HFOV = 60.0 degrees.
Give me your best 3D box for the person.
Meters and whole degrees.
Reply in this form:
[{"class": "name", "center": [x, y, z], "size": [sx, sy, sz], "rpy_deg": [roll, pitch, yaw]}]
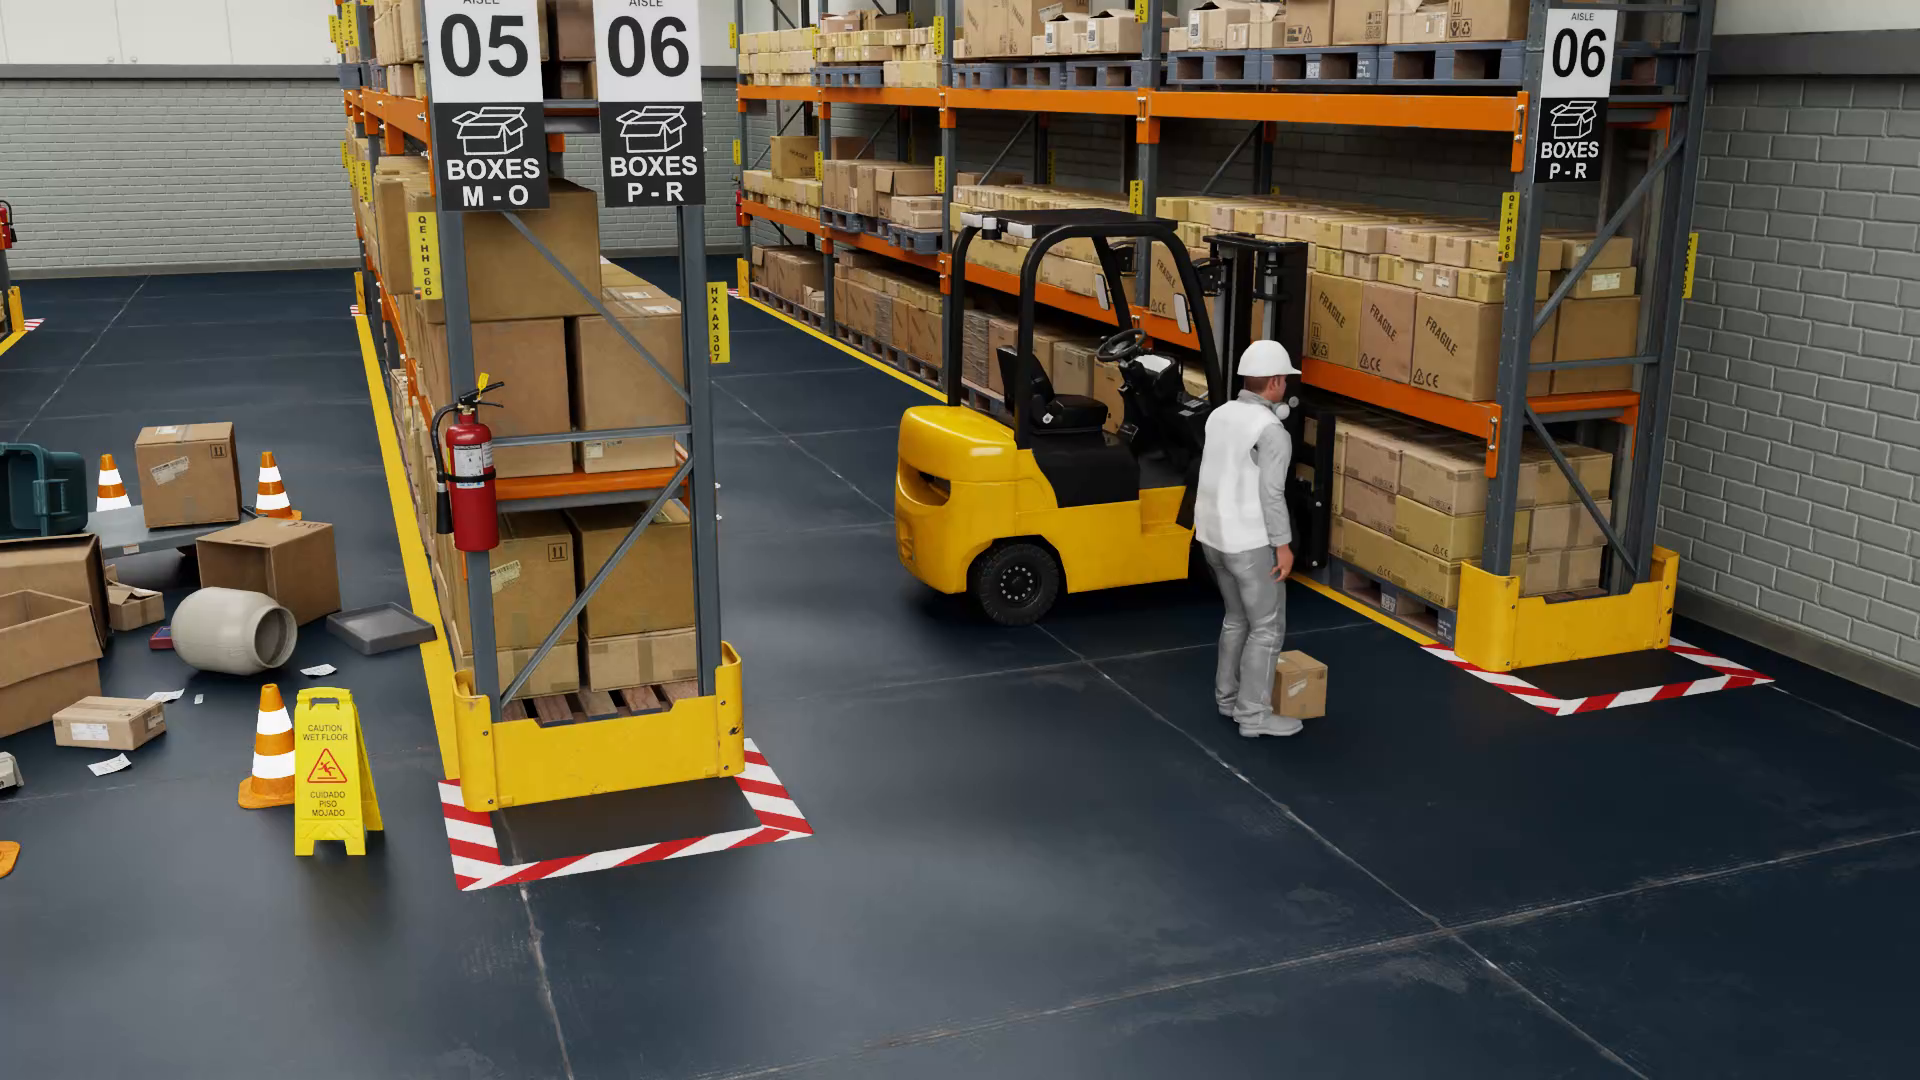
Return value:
[{"class": "person", "center": [1.311, -0.017, 7.540], "size": [0.475, 1.769, 0.579], "rpy_deg": [-7, 17, -23]}]
